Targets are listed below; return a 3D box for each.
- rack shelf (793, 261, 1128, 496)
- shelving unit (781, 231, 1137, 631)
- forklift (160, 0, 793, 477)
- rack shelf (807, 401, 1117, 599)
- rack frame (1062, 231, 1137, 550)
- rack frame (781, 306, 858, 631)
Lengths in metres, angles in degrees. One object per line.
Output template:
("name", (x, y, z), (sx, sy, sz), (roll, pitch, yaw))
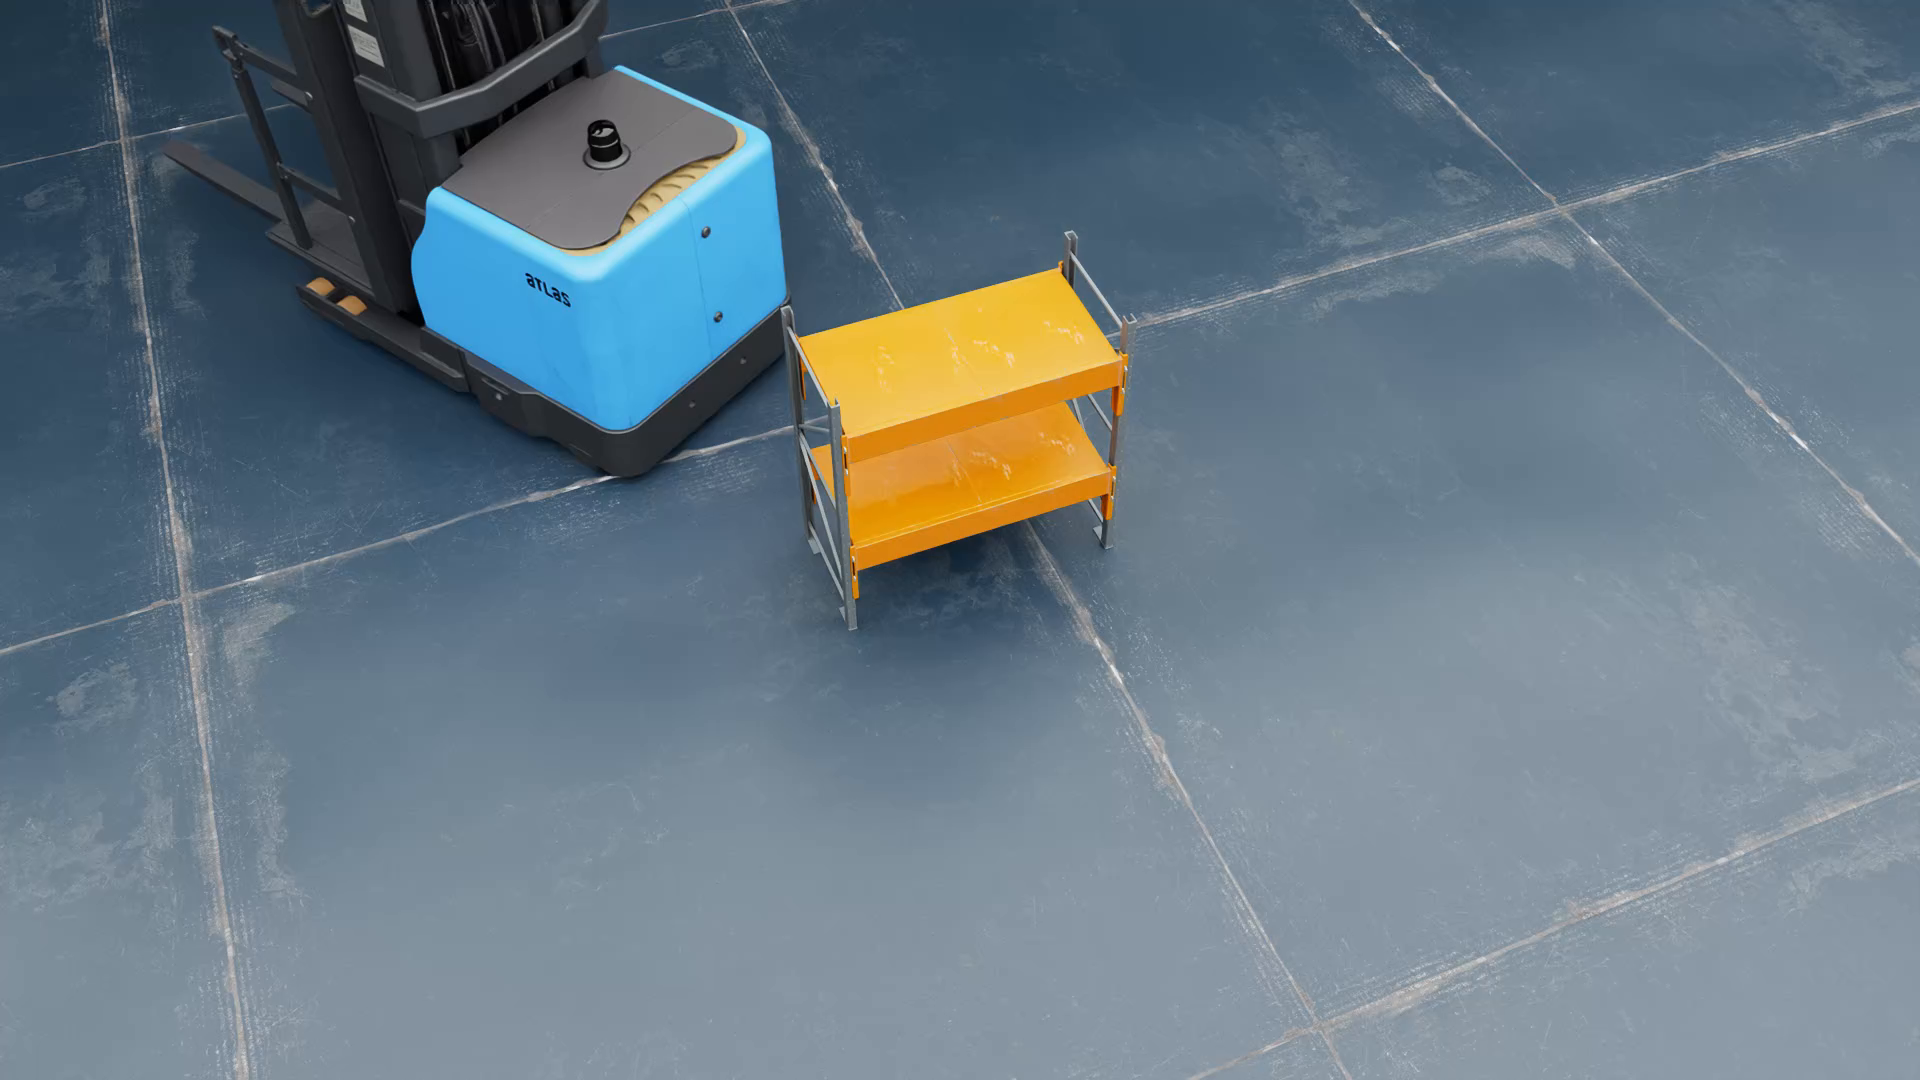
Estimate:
("rack shelf", (-0.006, -0.555, 5.600), (1.000, 0.278, 0.538), (-17, 52, -14))
("shelving unit", (-0.006, -0.365, 5.822), (1.048, 1.125, 0.538), (-17, 52, -14))
("forklift", (-2.174, -2.111, 6.131), (3.031, 2.935, 1.130), (29, 55, 22))
("rack shelf", (-0.006, -0.205, 6.007), (1.000, 0.278, 0.538), (-17, 52, -14))
("rack frame", (0.464, -0.510, 5.947), (0.032, 1.125, 0.500), (-17, 52, -14))
("rack frame", (-0.477, -0.219, 5.696), (0.032, 1.125, 0.500), (-17, 52, -14))
